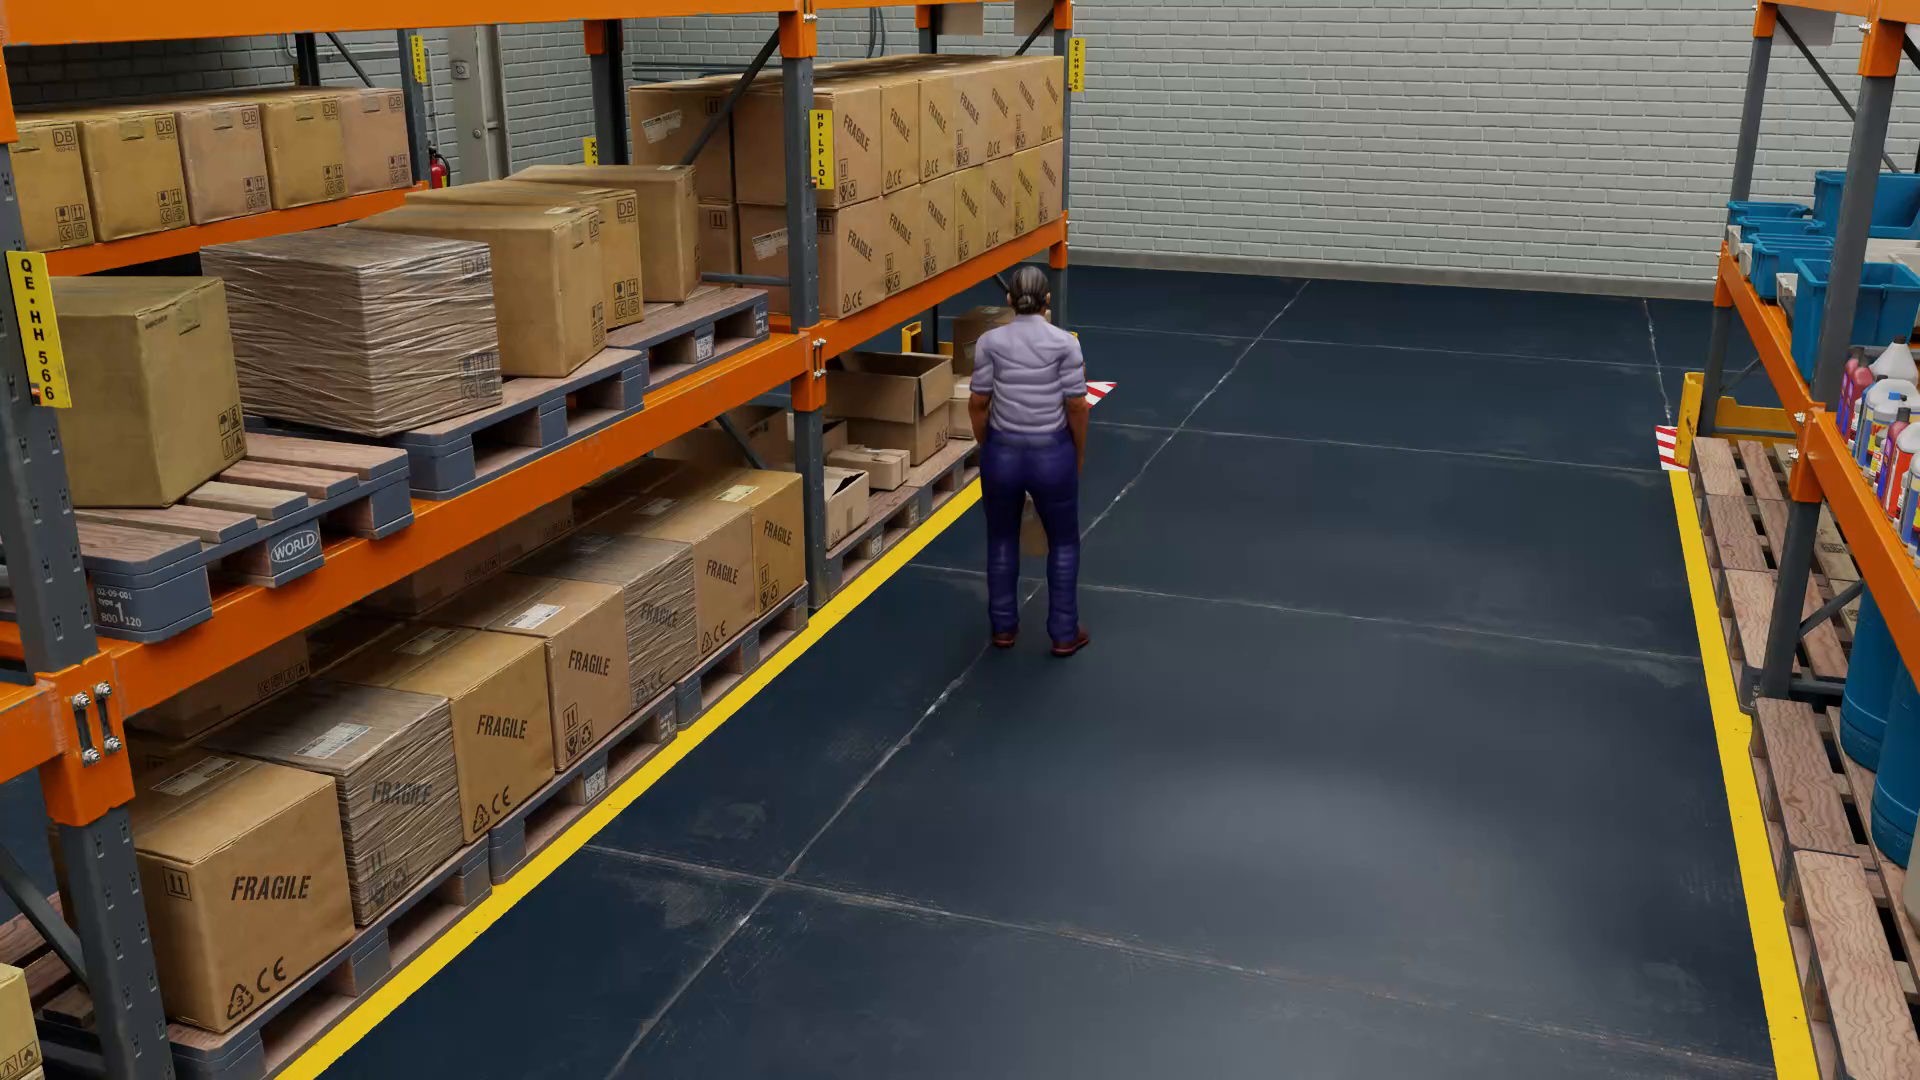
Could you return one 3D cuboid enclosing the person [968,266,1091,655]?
[{"bbox_3d":[0.303,-0.330,7.040,0.526,1.655,0.421,3,19,10],"label":"person"}]
